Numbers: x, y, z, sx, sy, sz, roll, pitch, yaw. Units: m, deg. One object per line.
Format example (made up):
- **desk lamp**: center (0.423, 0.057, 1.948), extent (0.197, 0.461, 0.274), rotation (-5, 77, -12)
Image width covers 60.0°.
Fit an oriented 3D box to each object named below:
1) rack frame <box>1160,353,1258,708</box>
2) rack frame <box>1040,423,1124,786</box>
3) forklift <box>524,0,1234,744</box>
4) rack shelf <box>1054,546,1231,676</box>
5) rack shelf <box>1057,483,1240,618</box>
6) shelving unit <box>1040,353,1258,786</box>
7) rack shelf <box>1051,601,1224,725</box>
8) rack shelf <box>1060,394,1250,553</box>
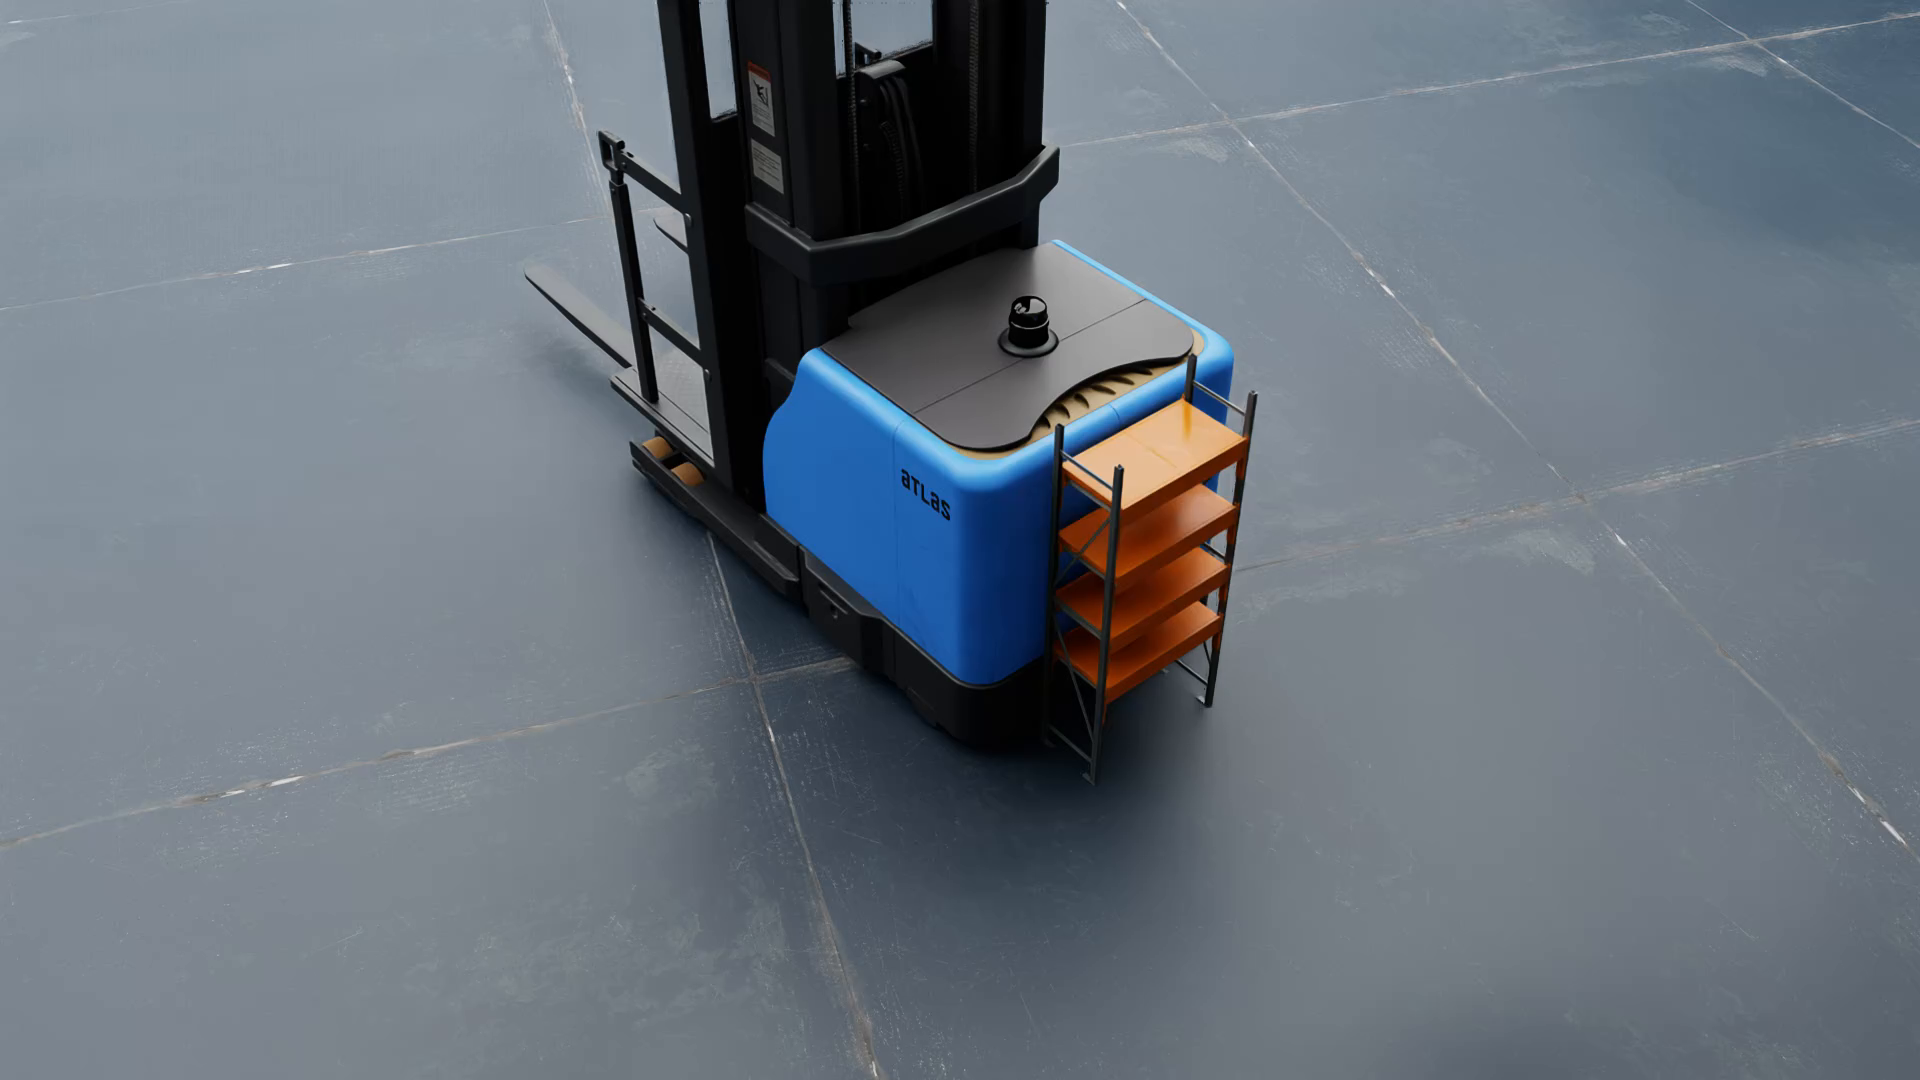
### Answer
- **rack frame**: center (0.700, 0.007, 4.830), extent (0.015, 1.200, 0.240), rotation (-29, 49, -29)
- **rack frame**: center (0.326, 0.213, 4.594), extent (0.015, 1.200, 0.240), rotation (-29, 49, -29)
- **forklift**: center (-0.522, -1.398, 5.123), extent (1.130, 2.935, 3.031), rotation (-29, 49, -29)
- **rack shelf**: center (0.513, 0.161, 4.756), extent (0.480, 0.148, 0.258), rotation (-29, 49, -29)
- **rack shelf**: center (0.513, -0.008, 4.609), extent (0.480, 0.148, 0.258), rotation (-29, 49, -29)
- **shelving unit**: center (0.513, 0.110, 4.712), extent (0.503, 1.200, 0.258), rotation (-29, 49, -29)
- **rack shelf**: center (0.513, 0.310, 4.887), extent (0.480, 0.148, 0.258), rotation (-29, 49, -29)
- **rack shelf**: center (0.513, -0.186, 4.453), extent (0.480, 0.148, 0.258), rotation (-29, 49, -29)
